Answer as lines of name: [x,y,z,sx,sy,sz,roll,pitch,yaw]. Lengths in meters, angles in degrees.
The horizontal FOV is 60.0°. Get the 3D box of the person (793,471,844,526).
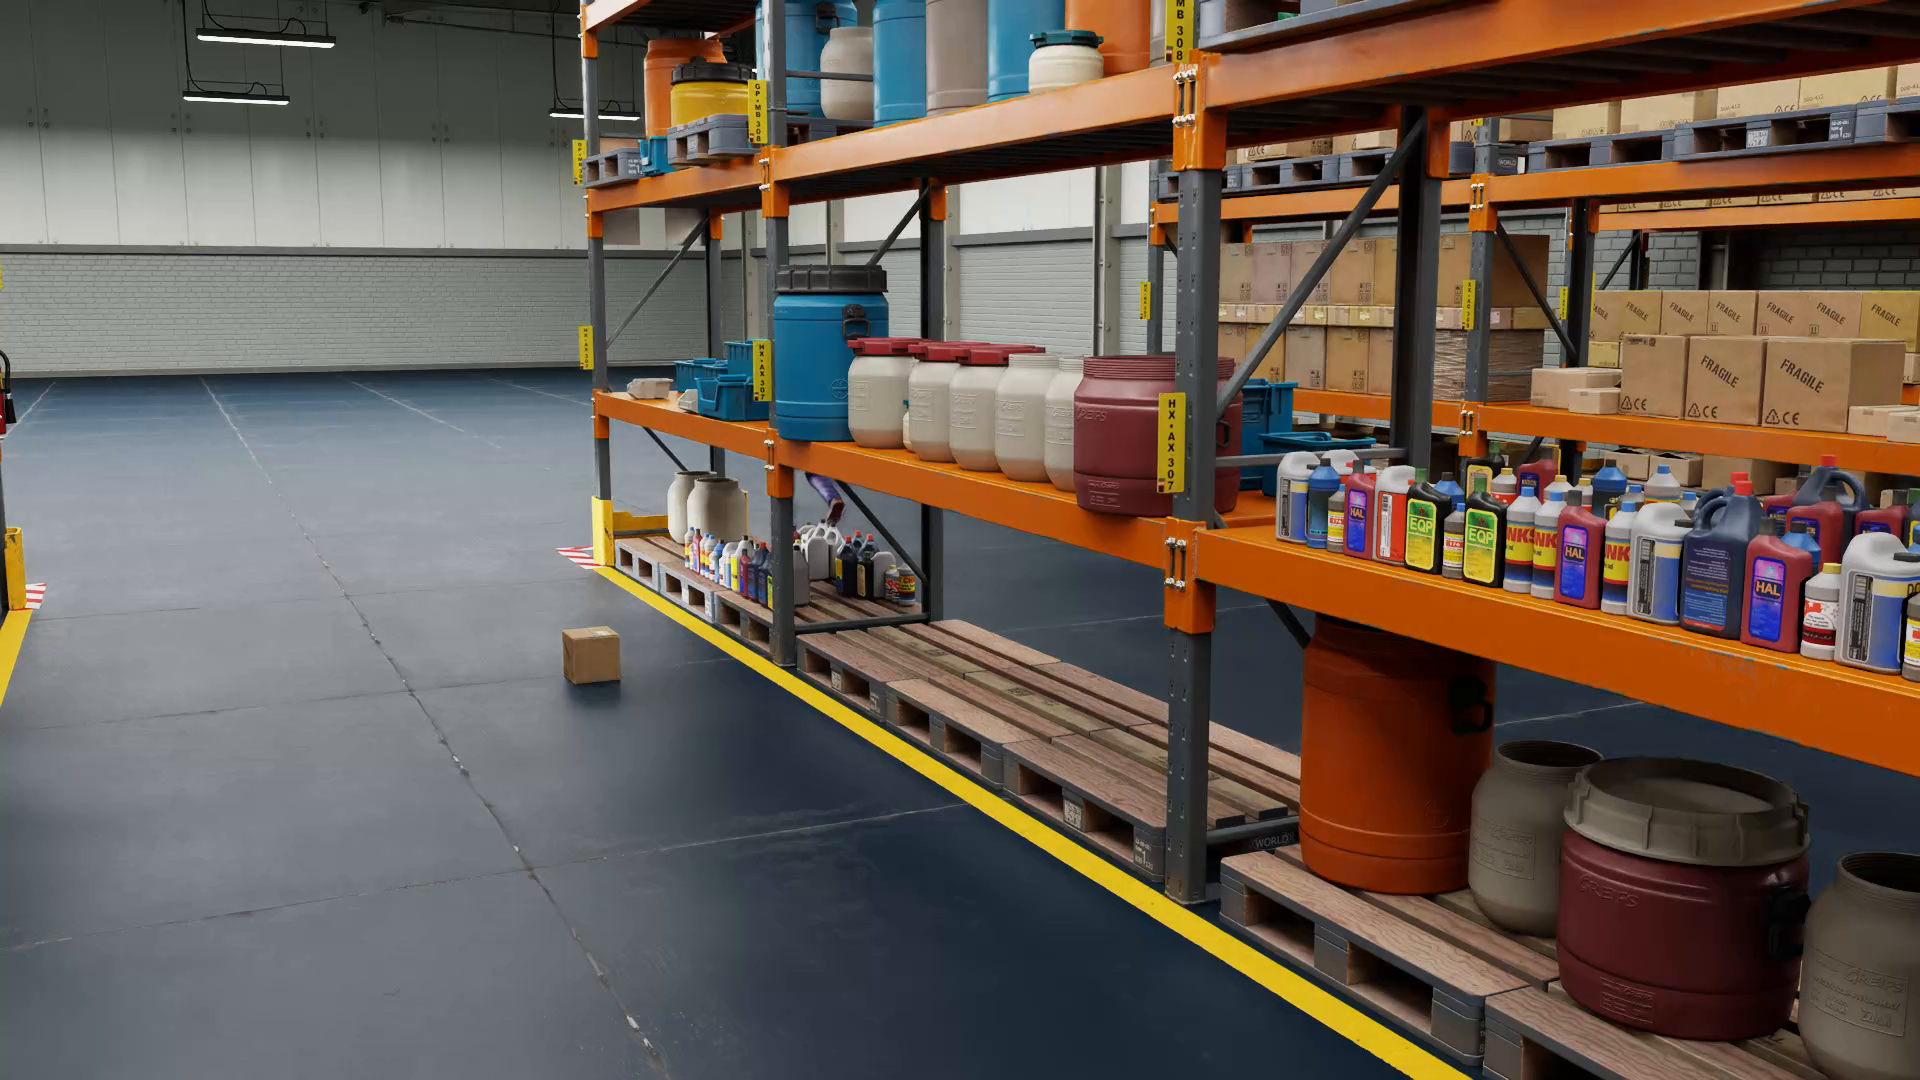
person: [-1.369,-0.878,14.209,0.492,1.616,0.814,-6,11,-36]
